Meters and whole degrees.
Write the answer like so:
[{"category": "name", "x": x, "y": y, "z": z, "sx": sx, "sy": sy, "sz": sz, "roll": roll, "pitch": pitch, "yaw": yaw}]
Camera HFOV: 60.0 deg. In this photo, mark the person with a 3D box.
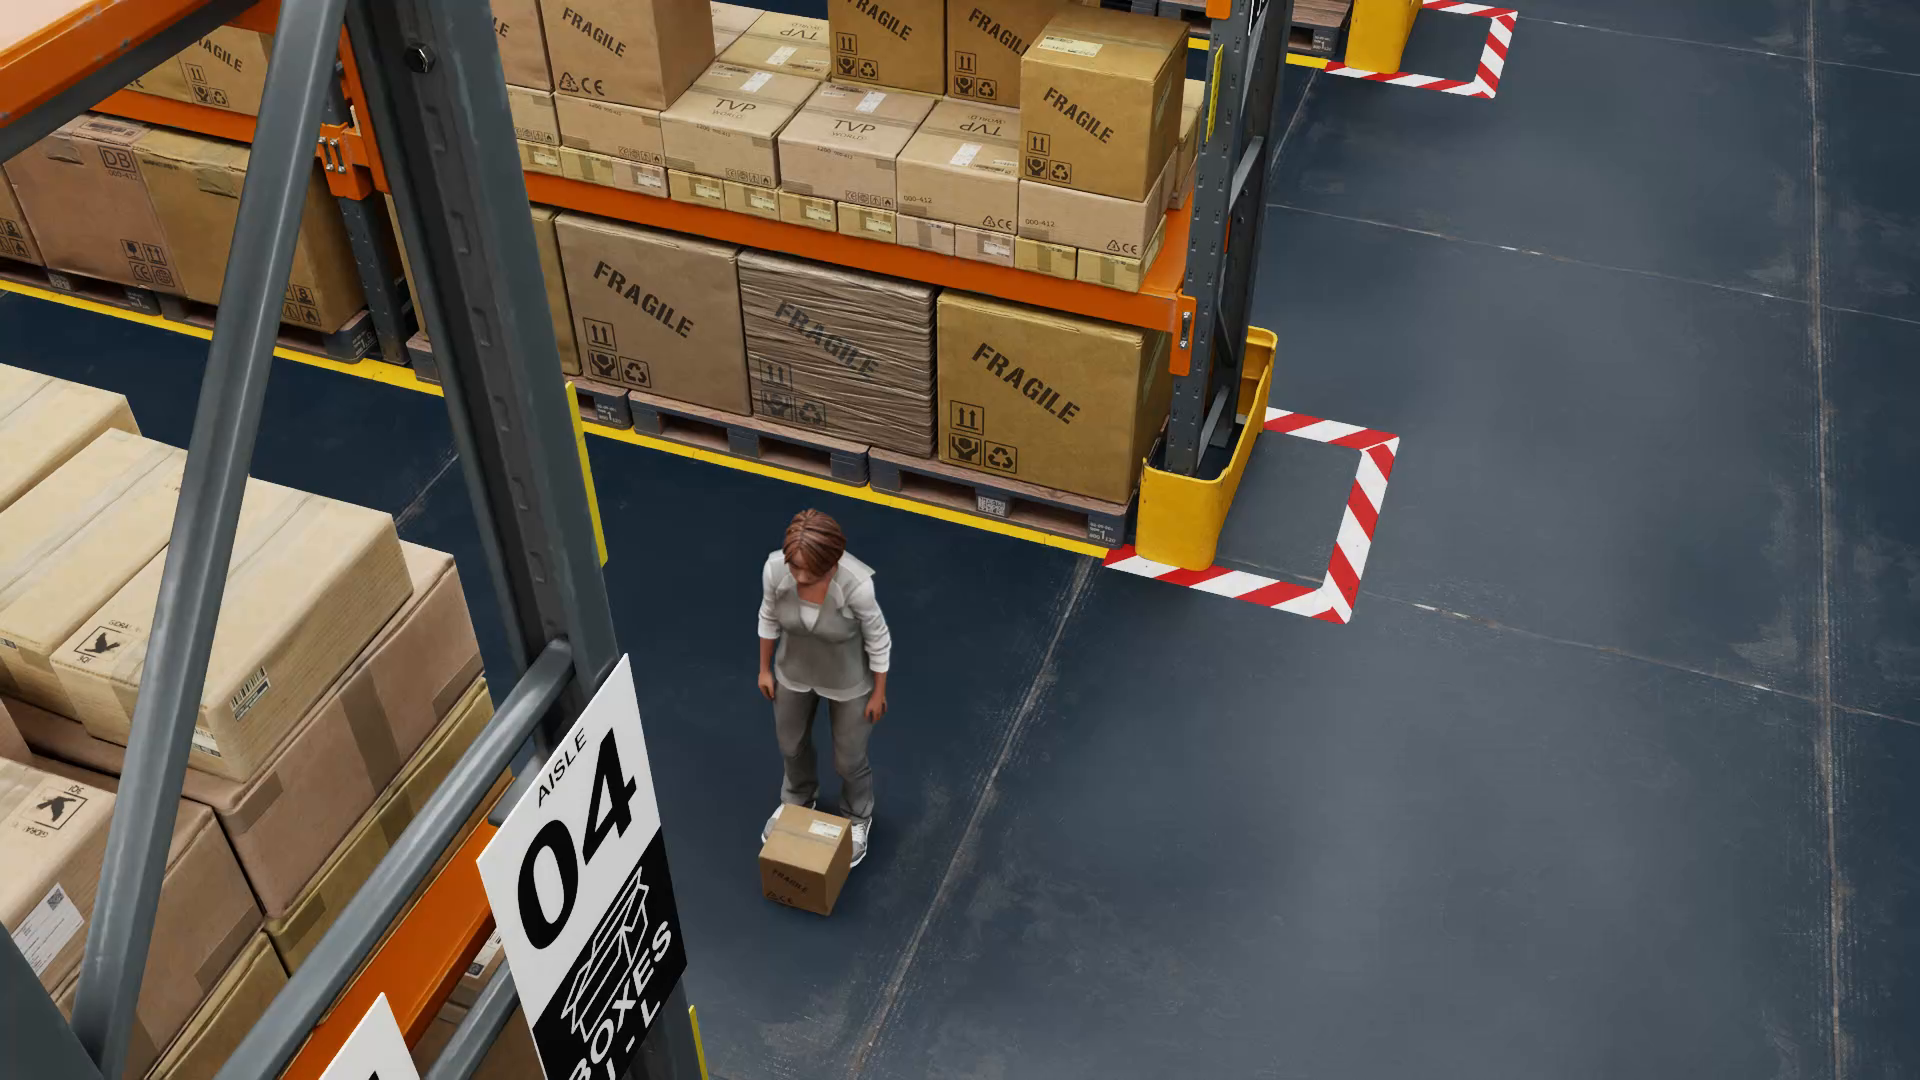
[{"category": "person", "x": -0.467, "y": 0.574, "z": 5.712, "sx": 0.480, "sy": 1.352, "sz": 0.328, "roll": 11, "pitch": 43, "yaw": 12}]
